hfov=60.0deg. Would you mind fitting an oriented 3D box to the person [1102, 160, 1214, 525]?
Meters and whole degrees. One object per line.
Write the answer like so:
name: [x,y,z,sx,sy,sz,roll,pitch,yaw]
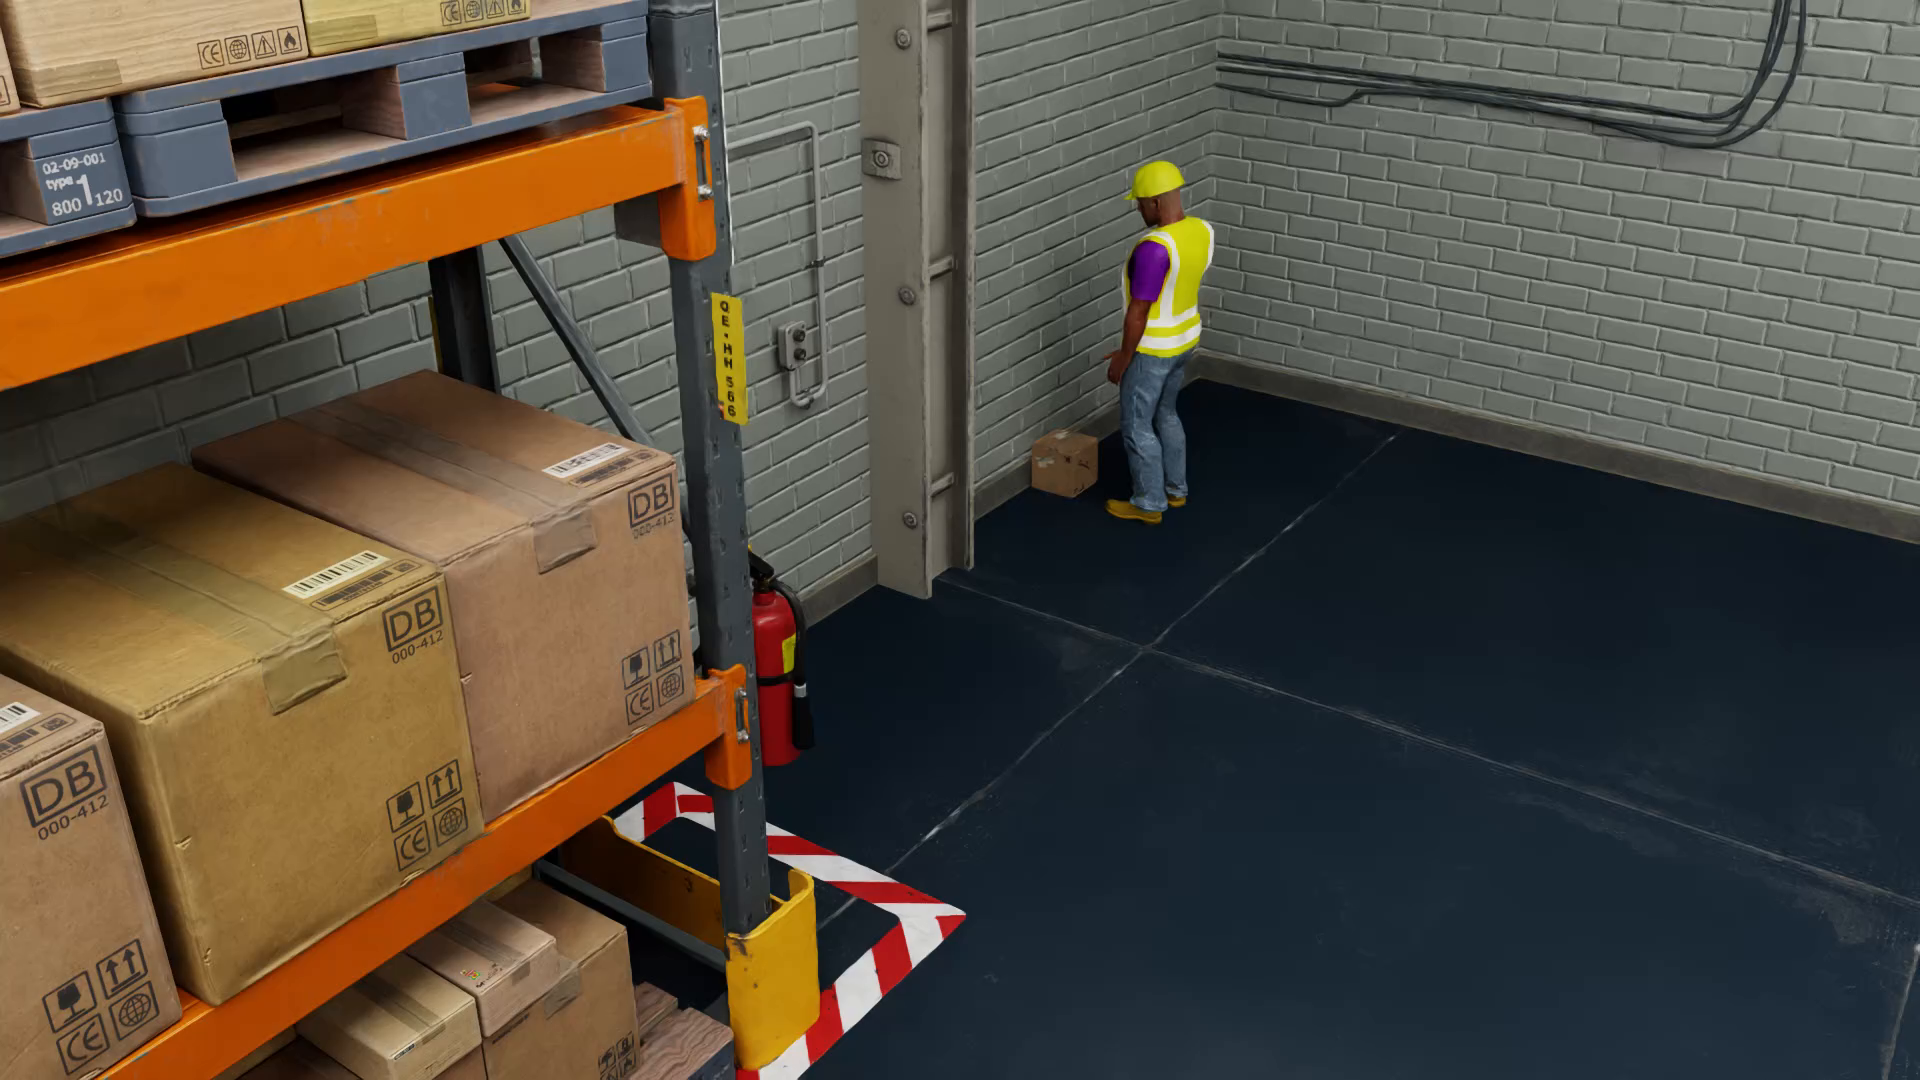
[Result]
person: [0.937,-0.934,7.950,0.374,1.756,0.570,18,32,31]
